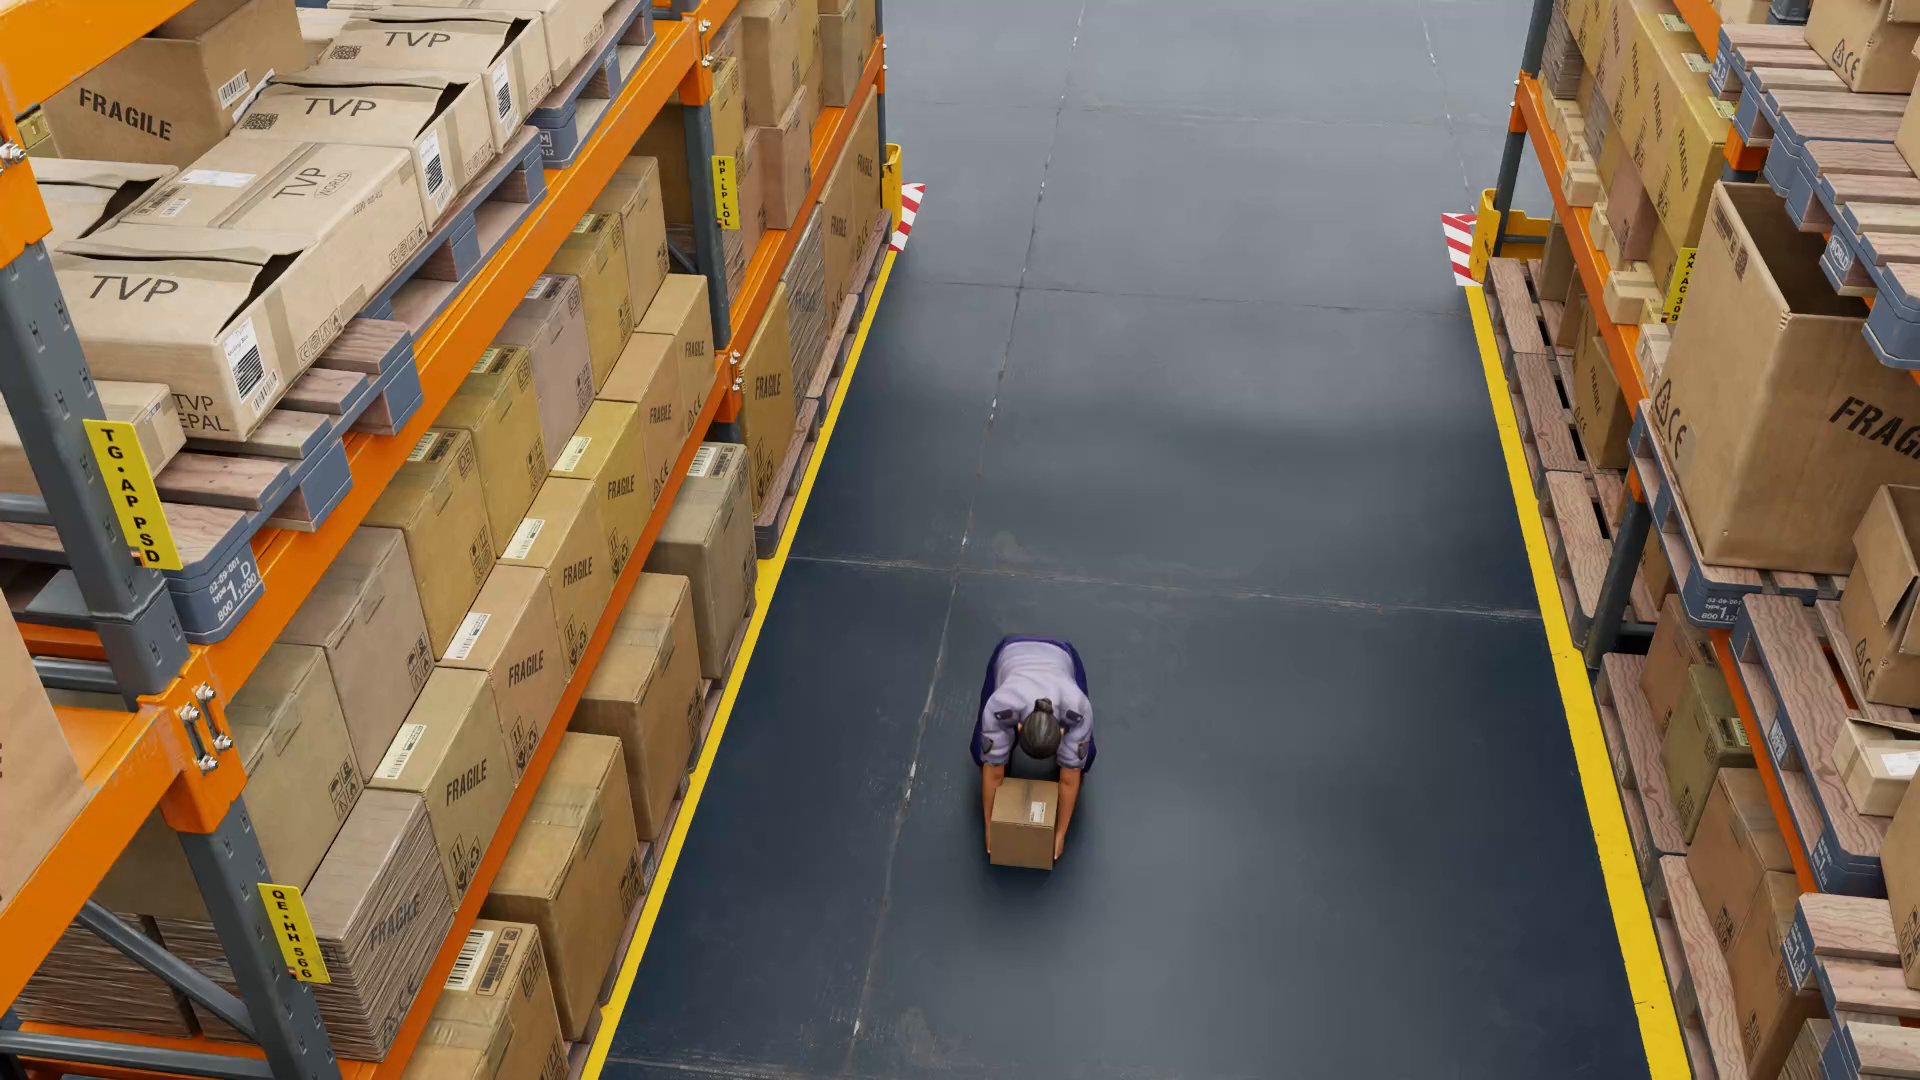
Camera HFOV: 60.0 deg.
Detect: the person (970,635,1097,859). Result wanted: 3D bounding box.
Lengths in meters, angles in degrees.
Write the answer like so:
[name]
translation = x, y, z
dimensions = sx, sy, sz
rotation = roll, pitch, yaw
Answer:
[person]
translation = 0.307, 0.774, 6.812
dimensions = 0.515, 0.784, 0.866
rotation = 4, 37, 5
